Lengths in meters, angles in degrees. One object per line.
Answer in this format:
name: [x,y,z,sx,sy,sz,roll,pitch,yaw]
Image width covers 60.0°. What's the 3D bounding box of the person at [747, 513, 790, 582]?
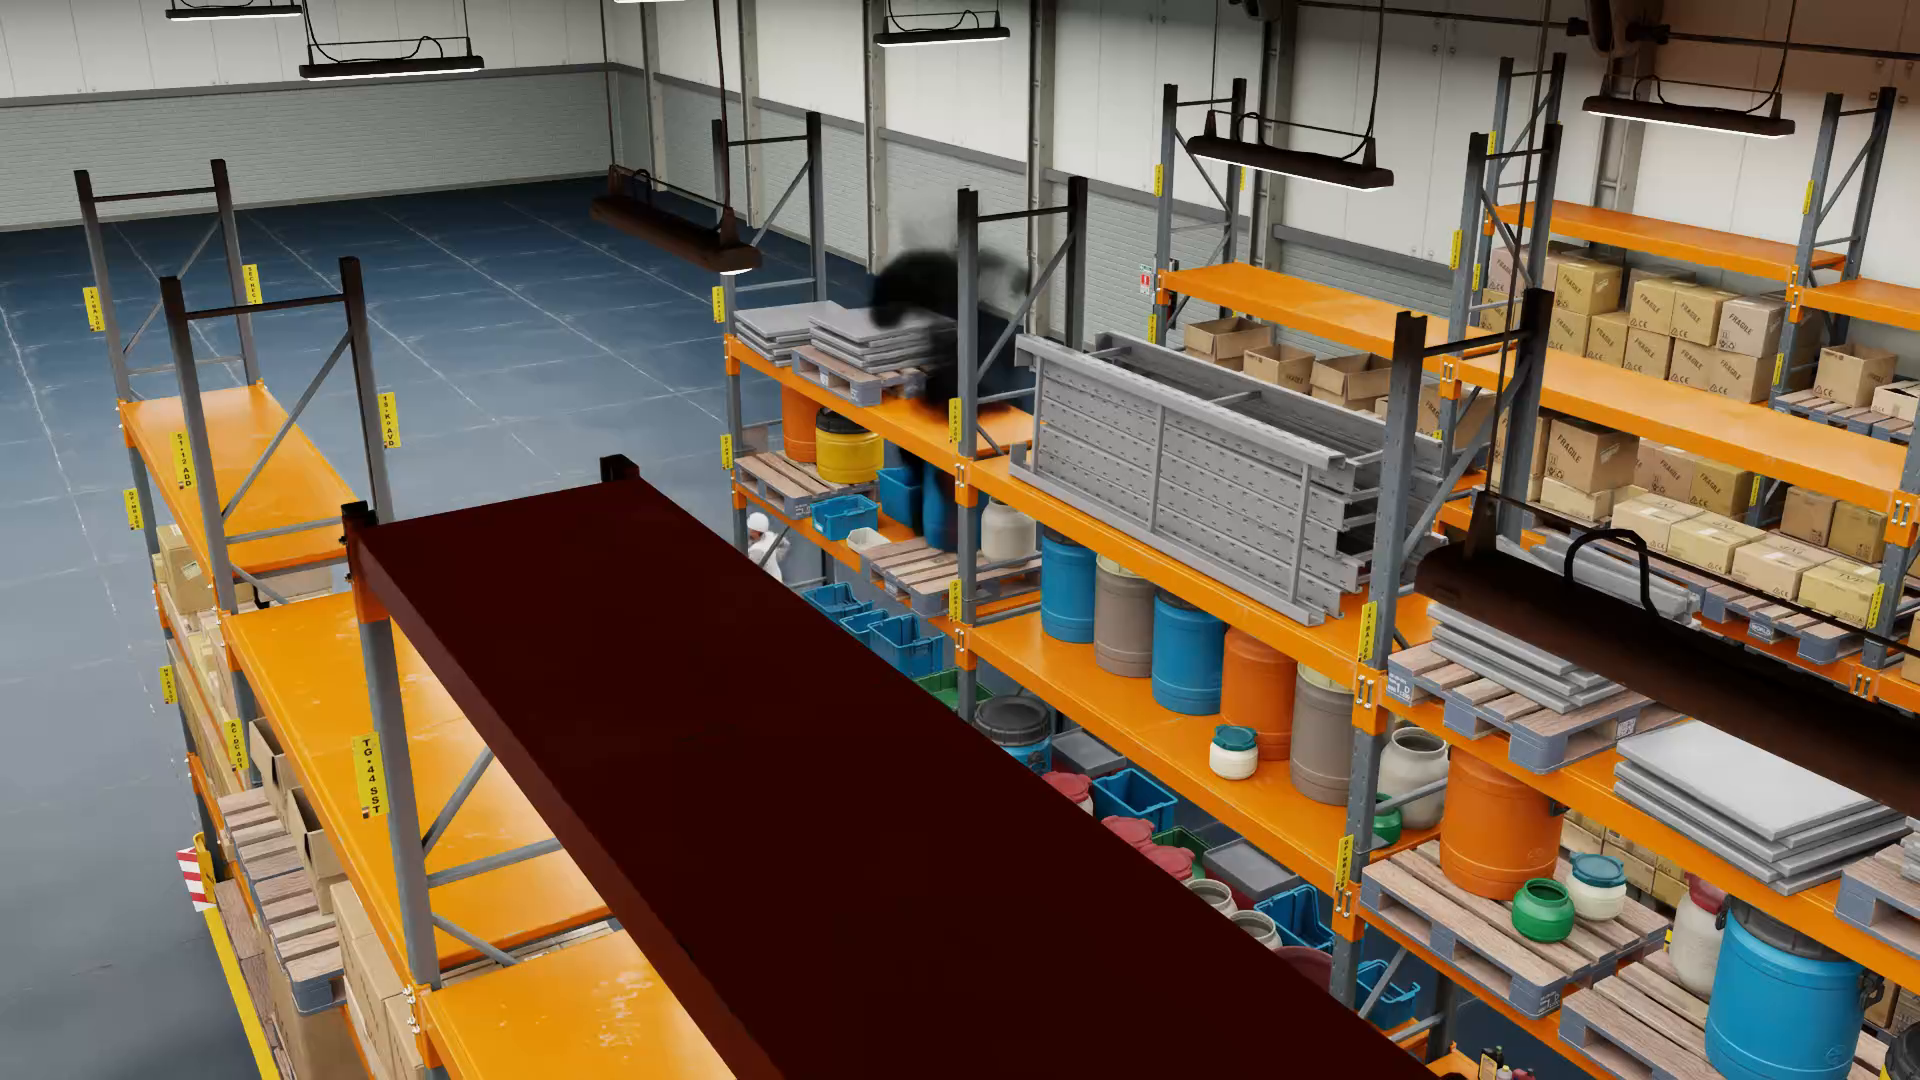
person: [-2.020,0.539,17.744,0.713,1.814,0.675,1,22,2]
